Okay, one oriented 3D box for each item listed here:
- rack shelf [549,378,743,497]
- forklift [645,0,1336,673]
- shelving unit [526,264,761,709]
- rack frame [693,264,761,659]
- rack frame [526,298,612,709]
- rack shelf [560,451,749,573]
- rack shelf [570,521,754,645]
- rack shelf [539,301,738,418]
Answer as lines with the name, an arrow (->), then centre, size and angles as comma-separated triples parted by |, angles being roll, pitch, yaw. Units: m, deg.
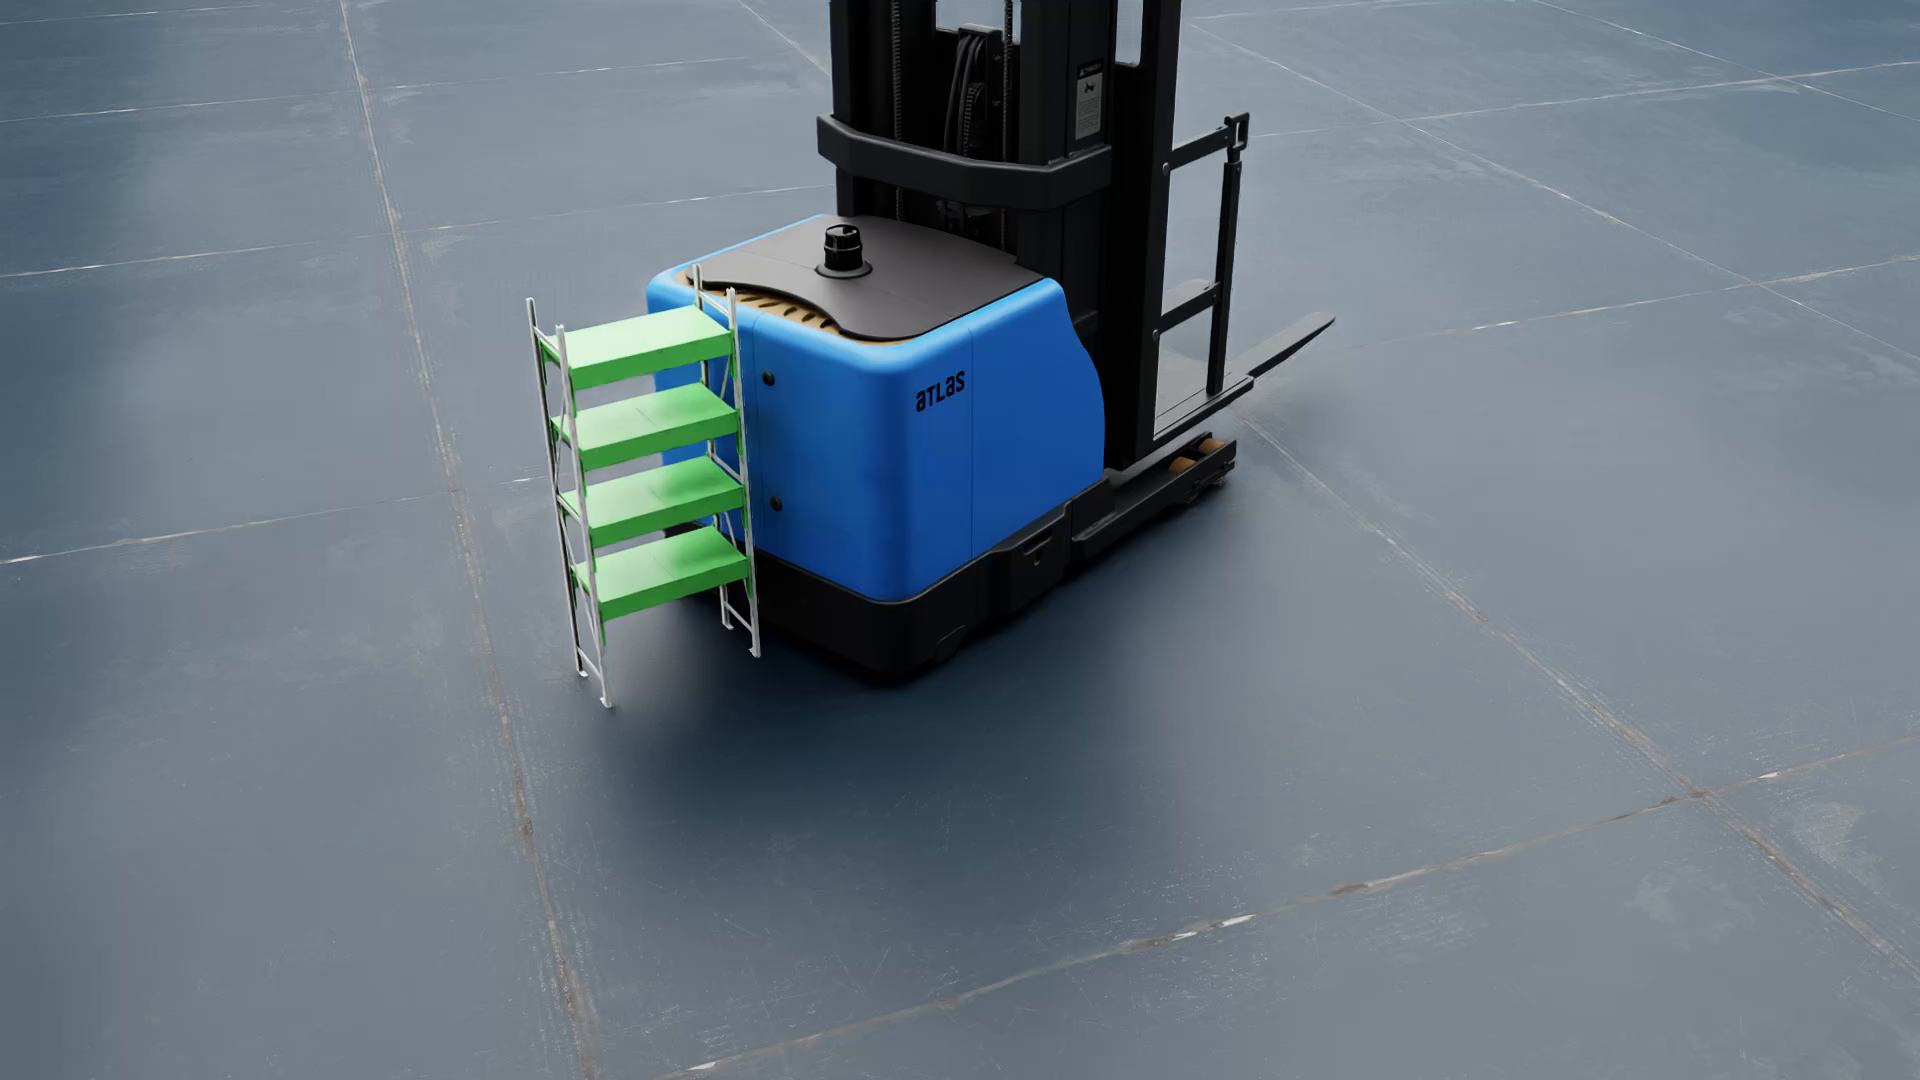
rack shelf -> -0.888, -0.296, 4.701 | 0.480, 0.148, 0.258 | -18, 34, -28
forklift -> 0.360, -1.542, 5.496 | 1.130, 2.935, 3.031 | 22, 36, 33
shelving unit -> -0.888, -0.143, 4.788 | 0.503, 1.200, 0.258 | -18, 34, -28
rack frame -> -0.683, -0.208, 4.903 | 0.015, 1.200, 0.240 | -18, 34, -28
rack frame -> -1.094, -0.077, 4.674 | 0.015, 1.200, 0.240 | -18, 34, -28
rack shelf -> -0.888, -0.087, 4.820 | 0.480, 0.148, 0.258 | -18, 34, -28
rack shelf -> -0.888, 0.121, 4.939 | 0.480, 0.148, 0.258 | -18, 34, -28
rack shelf -> -0.888, -0.504, 4.582 | 0.480, 0.148, 0.258 | -18, 34, -28
